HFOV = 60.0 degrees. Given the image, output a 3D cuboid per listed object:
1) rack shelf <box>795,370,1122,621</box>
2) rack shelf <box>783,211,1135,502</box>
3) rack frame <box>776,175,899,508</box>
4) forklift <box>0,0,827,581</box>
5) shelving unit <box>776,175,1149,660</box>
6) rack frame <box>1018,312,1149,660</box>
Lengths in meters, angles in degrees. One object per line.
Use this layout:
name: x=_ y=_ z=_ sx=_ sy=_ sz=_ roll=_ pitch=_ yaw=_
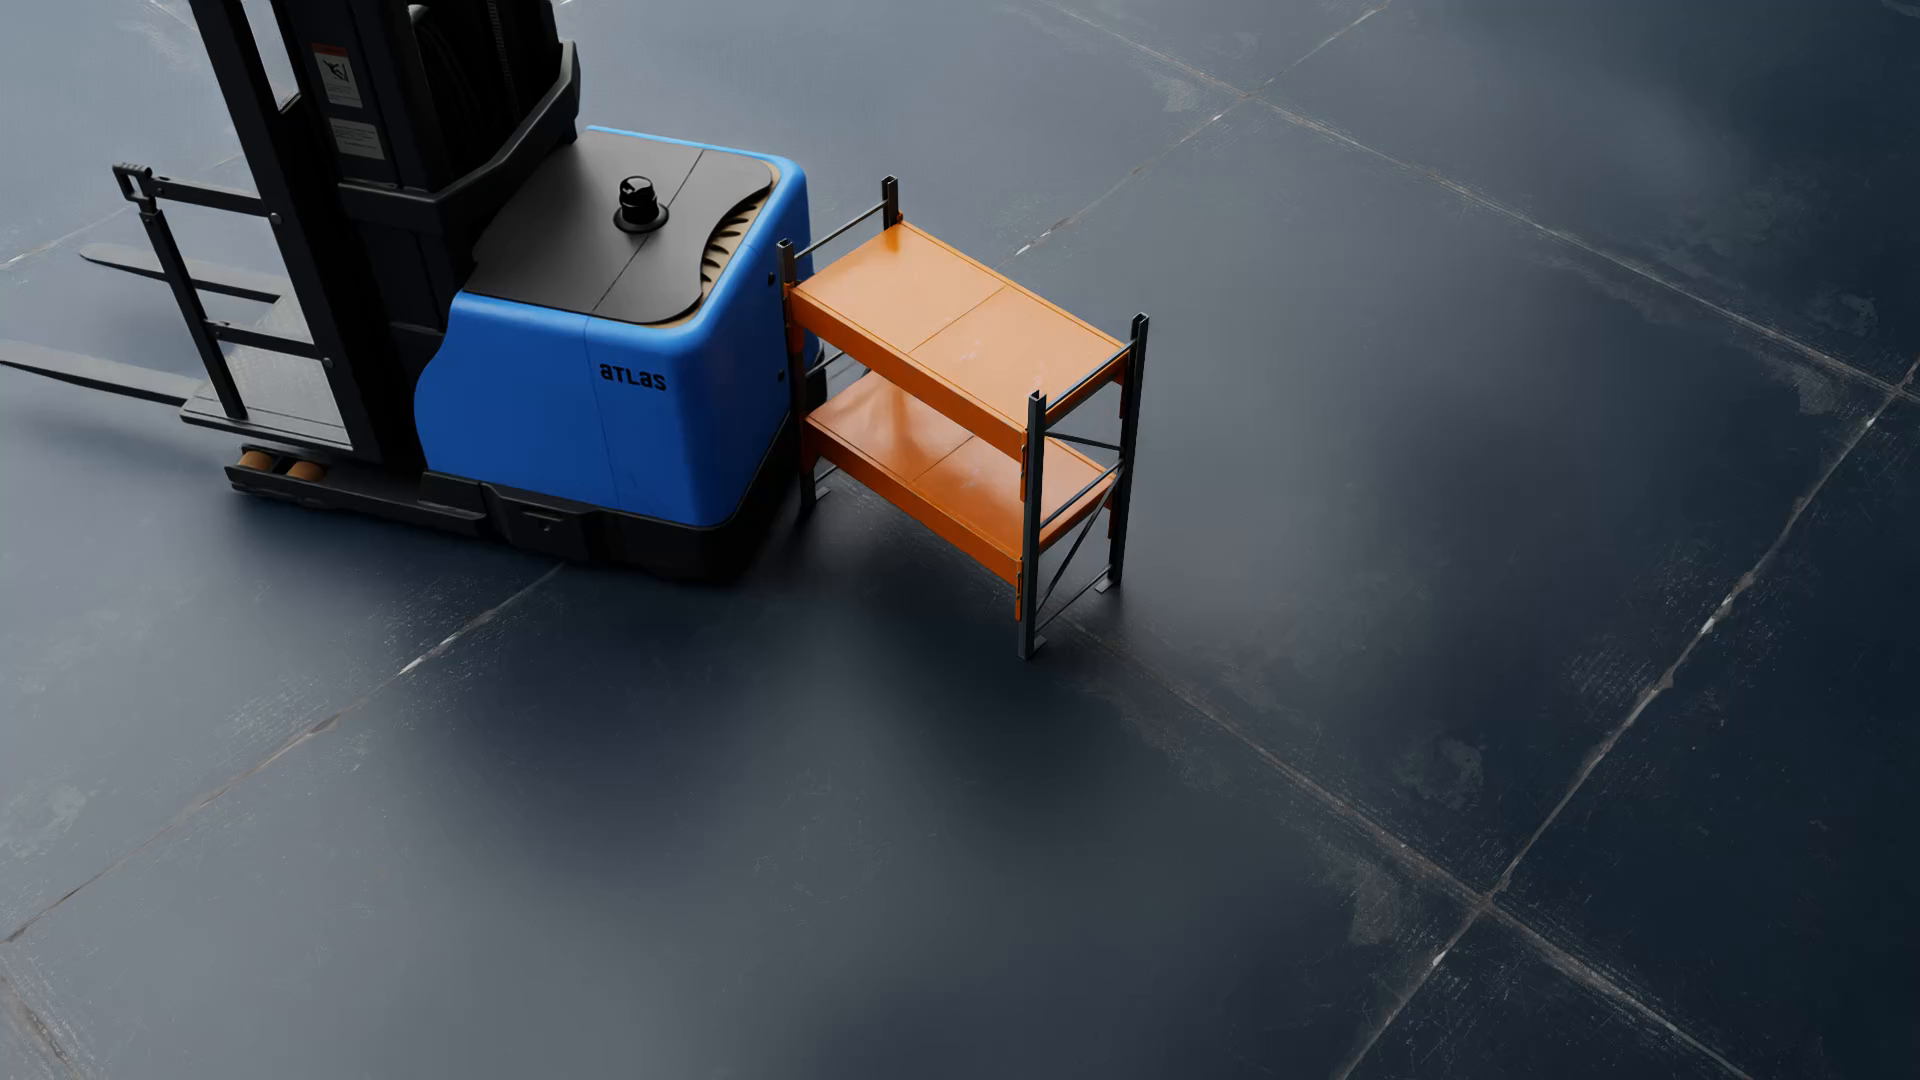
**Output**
rack shelf: x=-0.005 y=-0.221 z=5.521 sx=1.000 sy=0.278 sz=0.538 roll=34 pitch=55 yaw=28
rack shelf: x=-0.005 y=-0.589 z=5.130 sx=1.000 sy=0.278 sz=0.538 roll=34 pitch=55 yaw=28
rack frame: x=-0.379 y=-0.640 z=5.579 sx=0.032 sy=1.125 sz=0.500 roll=34 pitch=55 yaw=28
forklift: x=-2.065 y=-1.474 z=5.123 sx=3.031 sy=2.935 sz=1.130 roll=12 pitch=48 yaw=11
shelving unit: x=-0.005 y=-0.388 z=5.343 sx=1.048 sy=1.125 sz=0.538 roll=34 pitch=55 yaw=28
rack frame: x=0.369 y=-0.137 z=5.107 sx=0.032 sy=1.125 sz=0.500 roll=34 pitch=55 yaw=28
